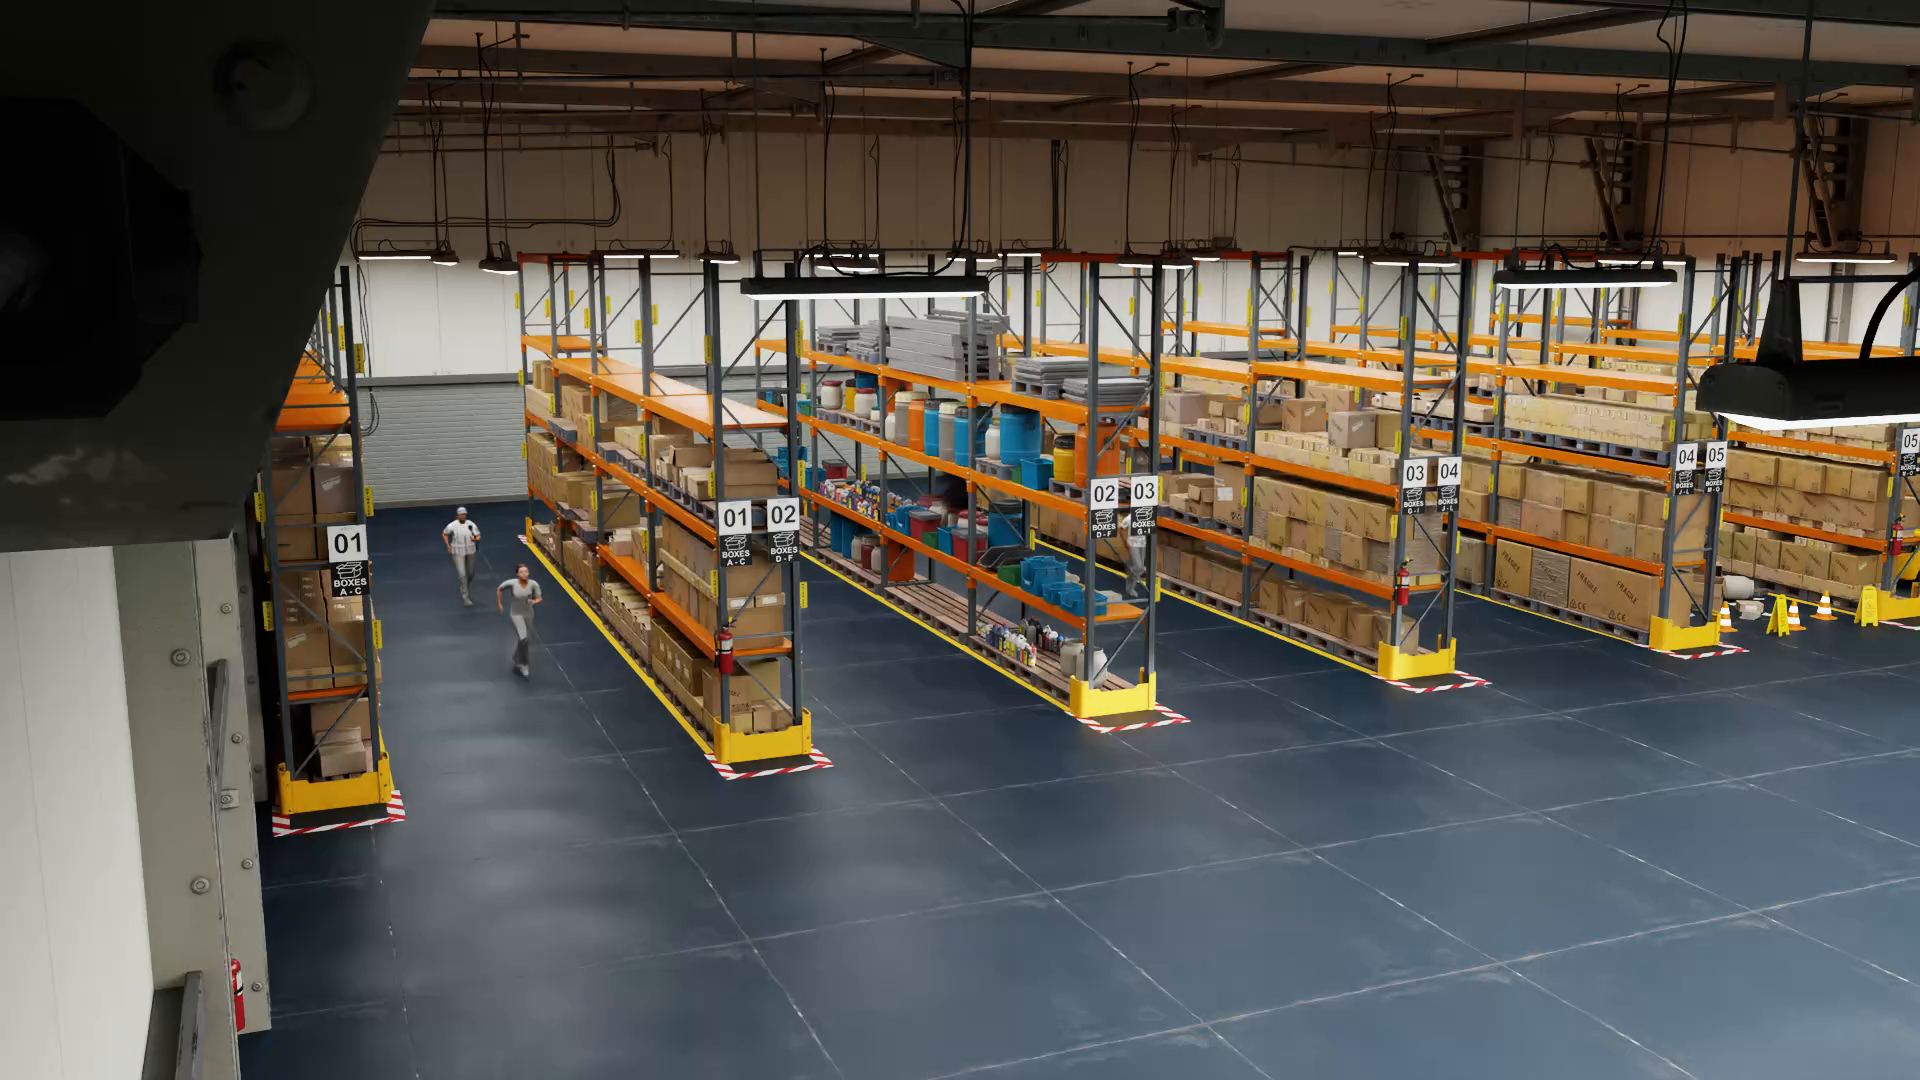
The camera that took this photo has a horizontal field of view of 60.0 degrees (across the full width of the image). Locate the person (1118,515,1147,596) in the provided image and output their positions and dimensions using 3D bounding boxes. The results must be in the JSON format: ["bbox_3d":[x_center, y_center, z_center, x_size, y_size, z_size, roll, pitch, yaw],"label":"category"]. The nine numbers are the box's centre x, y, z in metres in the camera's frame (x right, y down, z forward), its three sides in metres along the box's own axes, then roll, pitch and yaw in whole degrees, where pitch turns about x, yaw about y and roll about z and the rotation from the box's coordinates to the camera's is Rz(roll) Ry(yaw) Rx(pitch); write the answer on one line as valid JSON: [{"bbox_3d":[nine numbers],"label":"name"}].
[{"bbox_3d":[3.031,0.127,28.147,0.582,1.671,0.525,-5,12,-26],"label":"person"}]

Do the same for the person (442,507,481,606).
[{"bbox_3d":[-8.640,0.249,28.955,0.601,1.663,0.937,-7,12,-33],"label":"person"}]

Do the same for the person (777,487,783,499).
[{"bbox_3d":[-3.609,-0.301,32.171,0.539,1.613,0.871,-5,11,-24],"label":"person"}]

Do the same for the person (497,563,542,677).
[{"bbox_3d":[-6.383,1.140,24.182,0.589,1.660,0.804,-6,12,-29],"label":"person"}]
